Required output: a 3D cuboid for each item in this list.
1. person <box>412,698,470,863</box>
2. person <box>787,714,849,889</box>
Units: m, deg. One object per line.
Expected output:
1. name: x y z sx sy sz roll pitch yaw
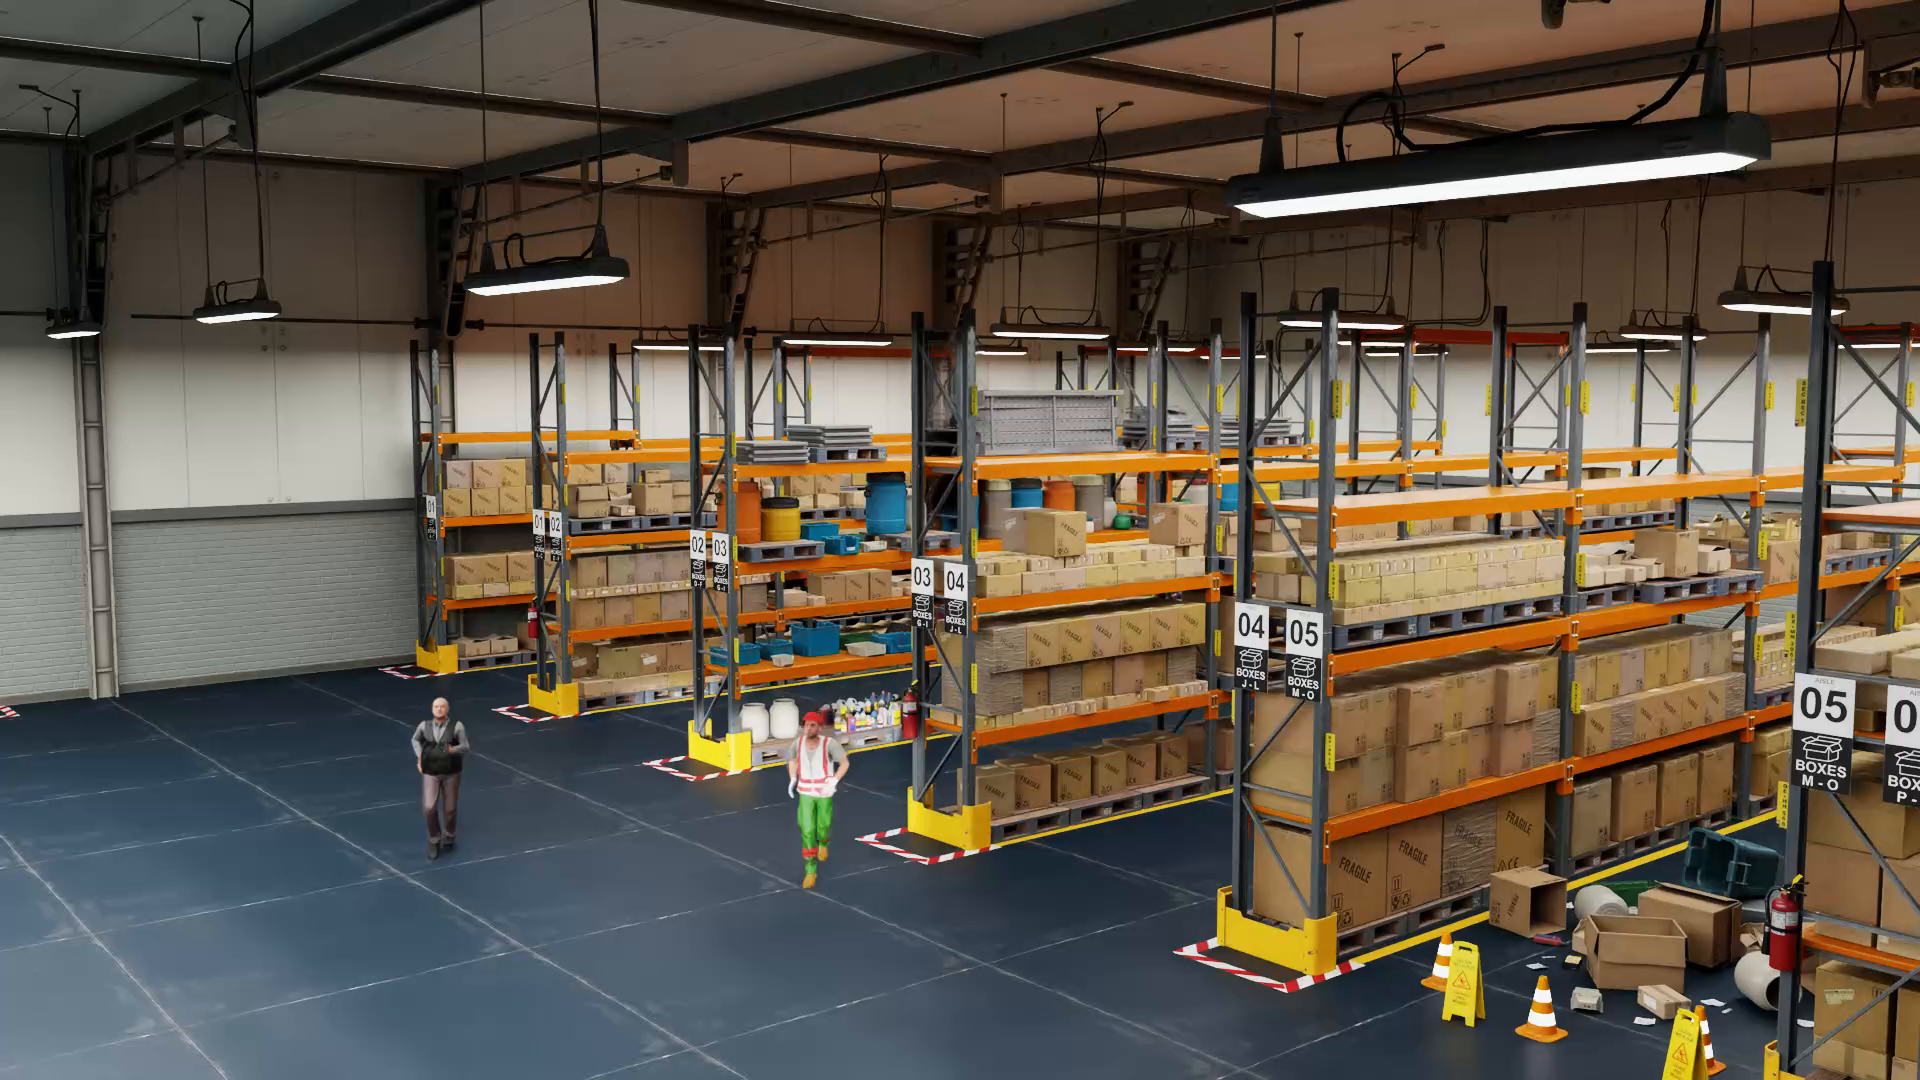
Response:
1. person: -5.709 2.621 18.292 0.639 1.777 0.729 -1 5 -13
2. person: -1.485 2.681 17.424 0.663 1.789 0.769 1 5 8
